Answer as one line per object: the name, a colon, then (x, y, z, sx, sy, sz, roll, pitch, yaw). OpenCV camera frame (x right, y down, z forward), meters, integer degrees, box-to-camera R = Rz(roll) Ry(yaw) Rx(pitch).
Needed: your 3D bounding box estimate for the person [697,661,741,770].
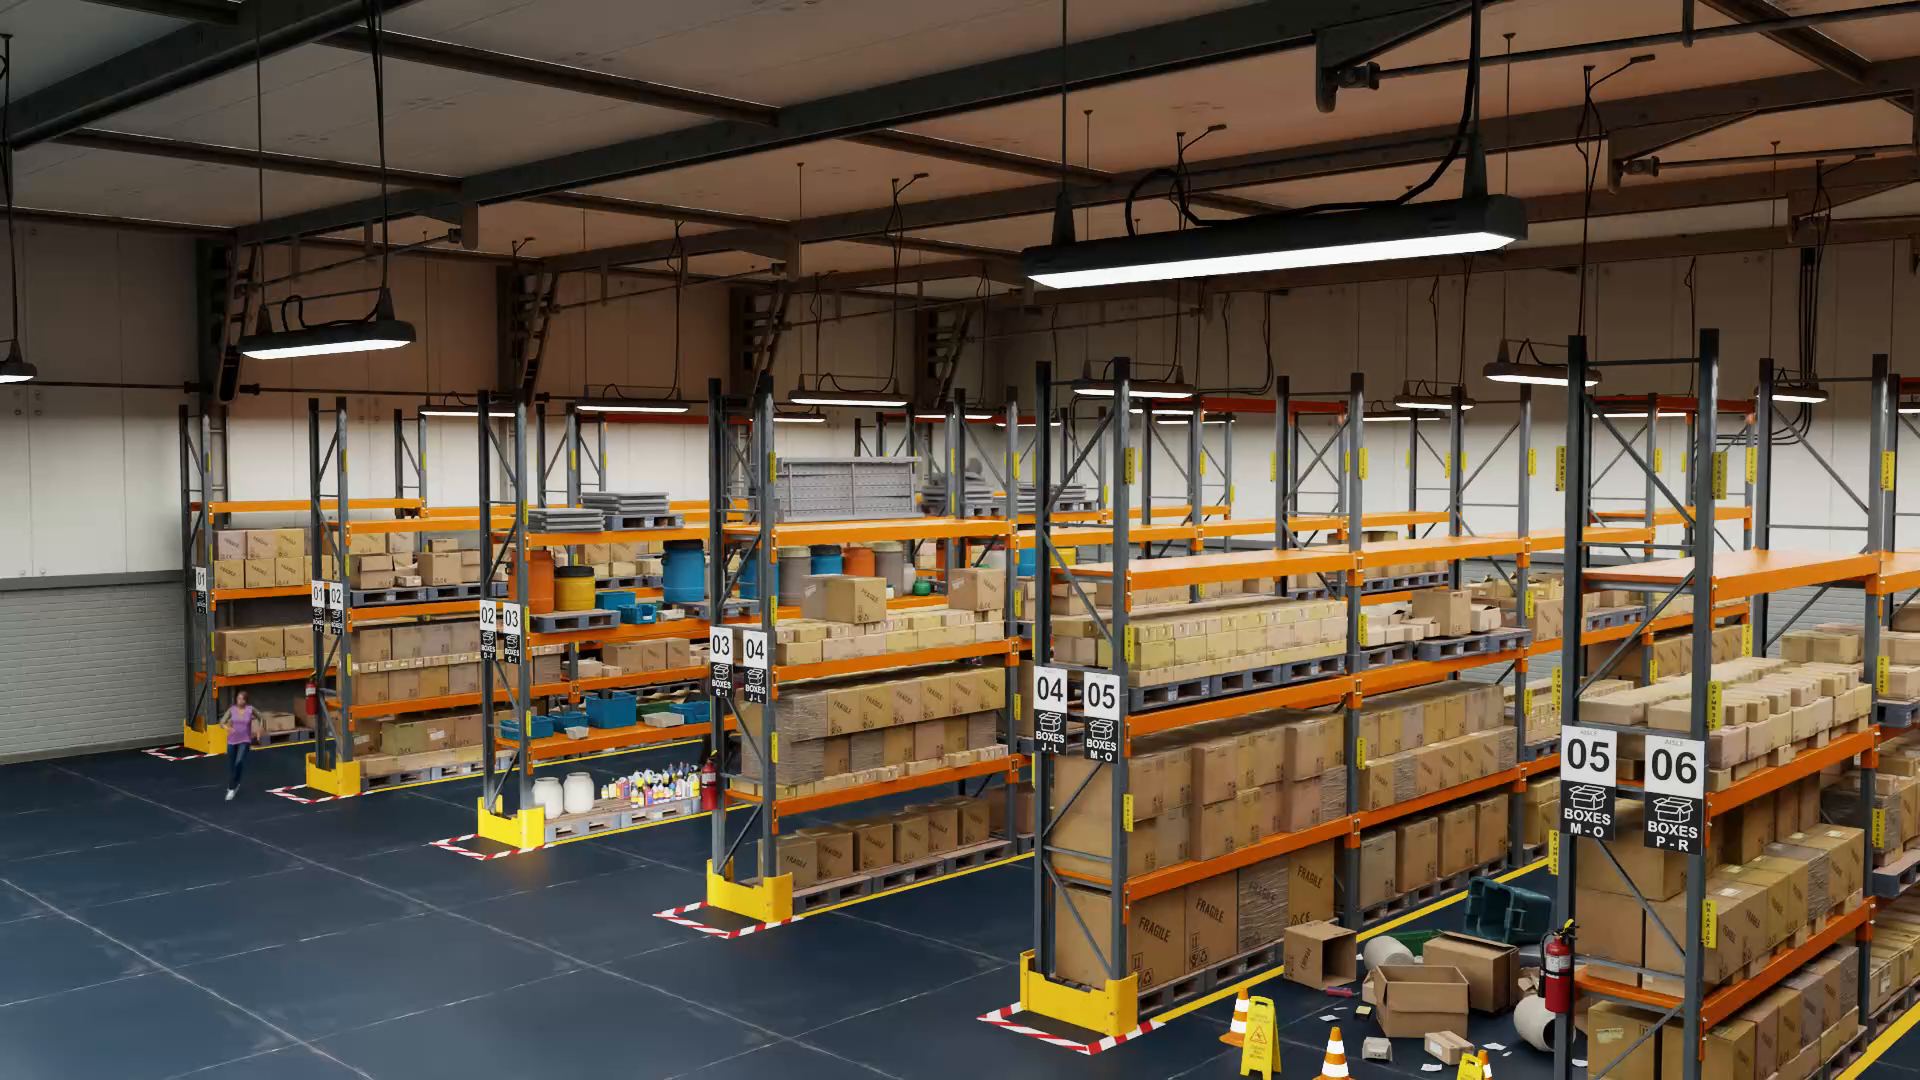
person: (-3.971, 2.869, 27.107, 0.742, 1.836, 1.008, 2, 4, 39)

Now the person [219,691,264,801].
person: (-10.787, 3.070, 24.964, 0.584, 1.604, 0.696, -1, 3, -11)
